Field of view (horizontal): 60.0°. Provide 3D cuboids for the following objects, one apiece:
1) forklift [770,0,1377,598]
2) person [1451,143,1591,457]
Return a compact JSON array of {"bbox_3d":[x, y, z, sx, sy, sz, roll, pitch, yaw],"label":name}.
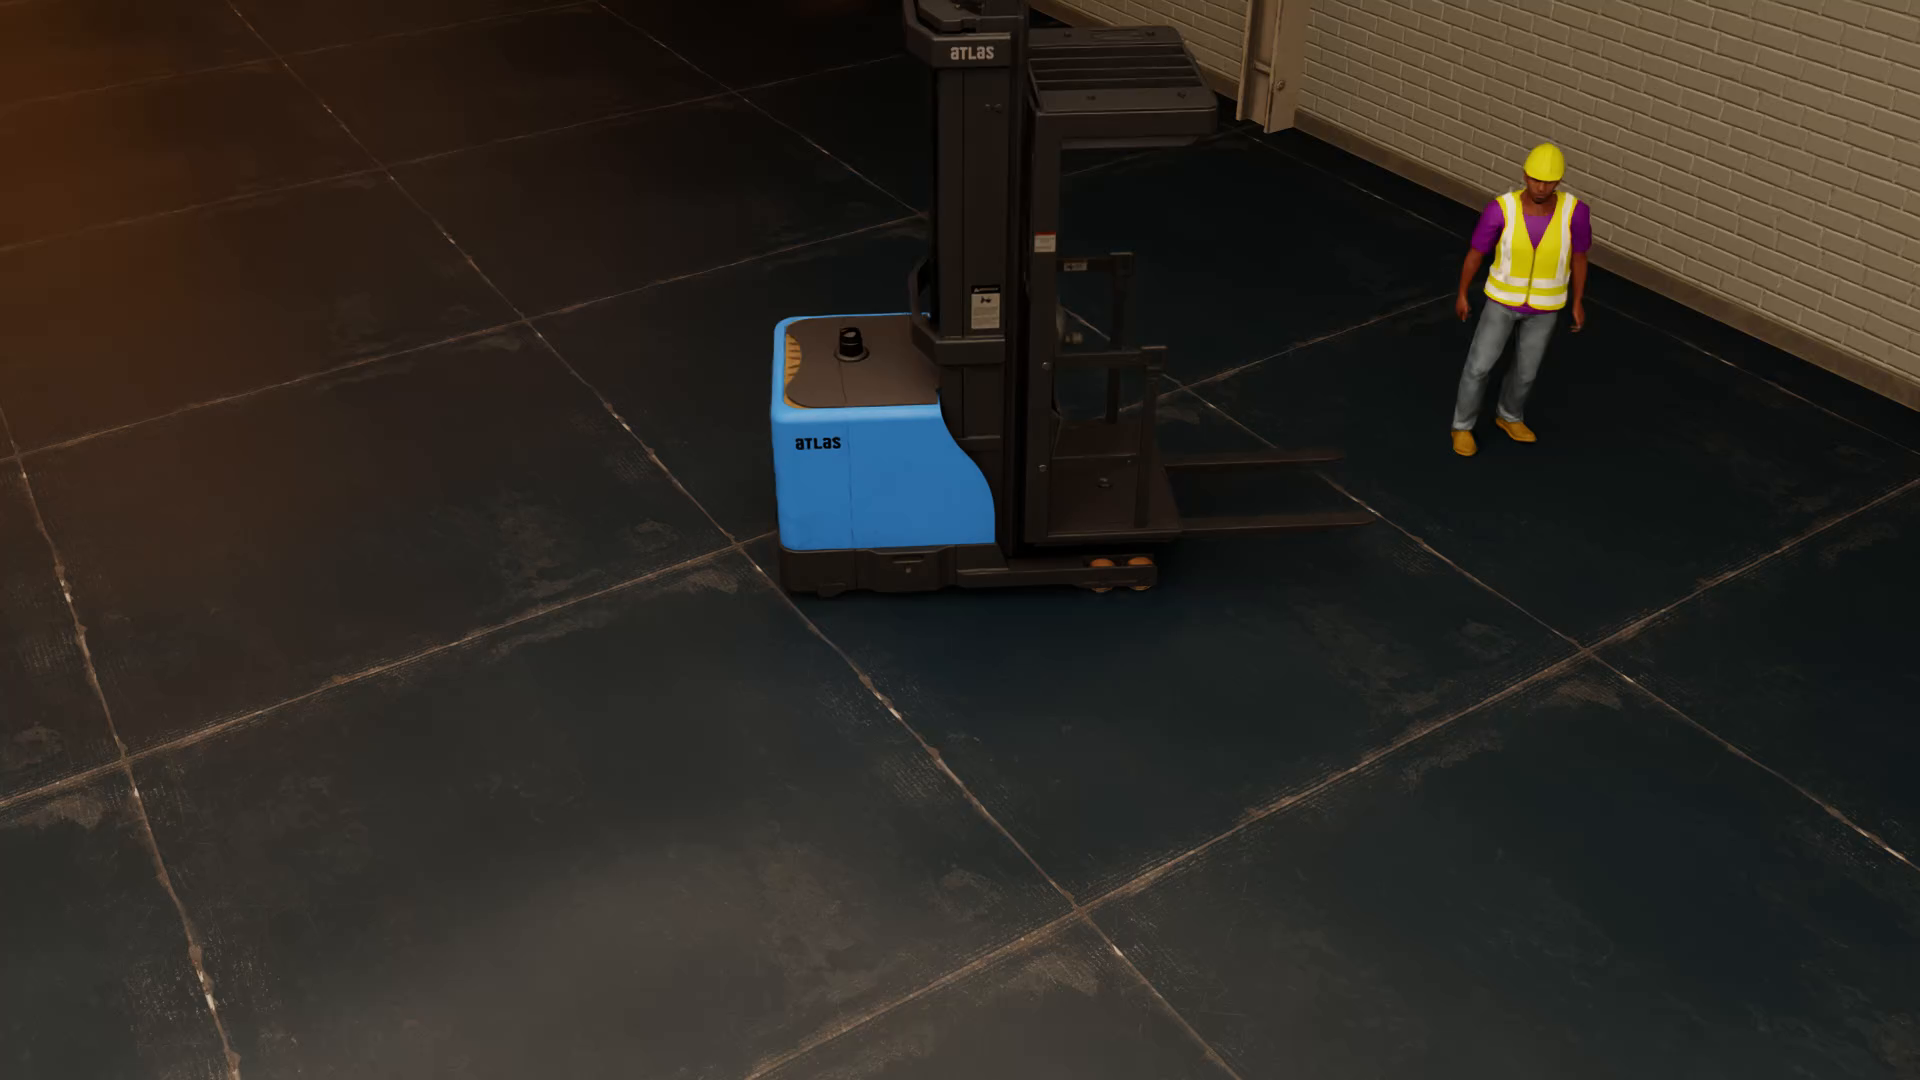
[{"bbox_3d":[0.585,-1.242,7.916,3.031,2.935,1.130,-2,35,-3],"label":"forklift"},{"bbox_3d":[3.047,-1.271,9.020,0.681,1.757,0.481,8,36,12],"label":"person"}]
